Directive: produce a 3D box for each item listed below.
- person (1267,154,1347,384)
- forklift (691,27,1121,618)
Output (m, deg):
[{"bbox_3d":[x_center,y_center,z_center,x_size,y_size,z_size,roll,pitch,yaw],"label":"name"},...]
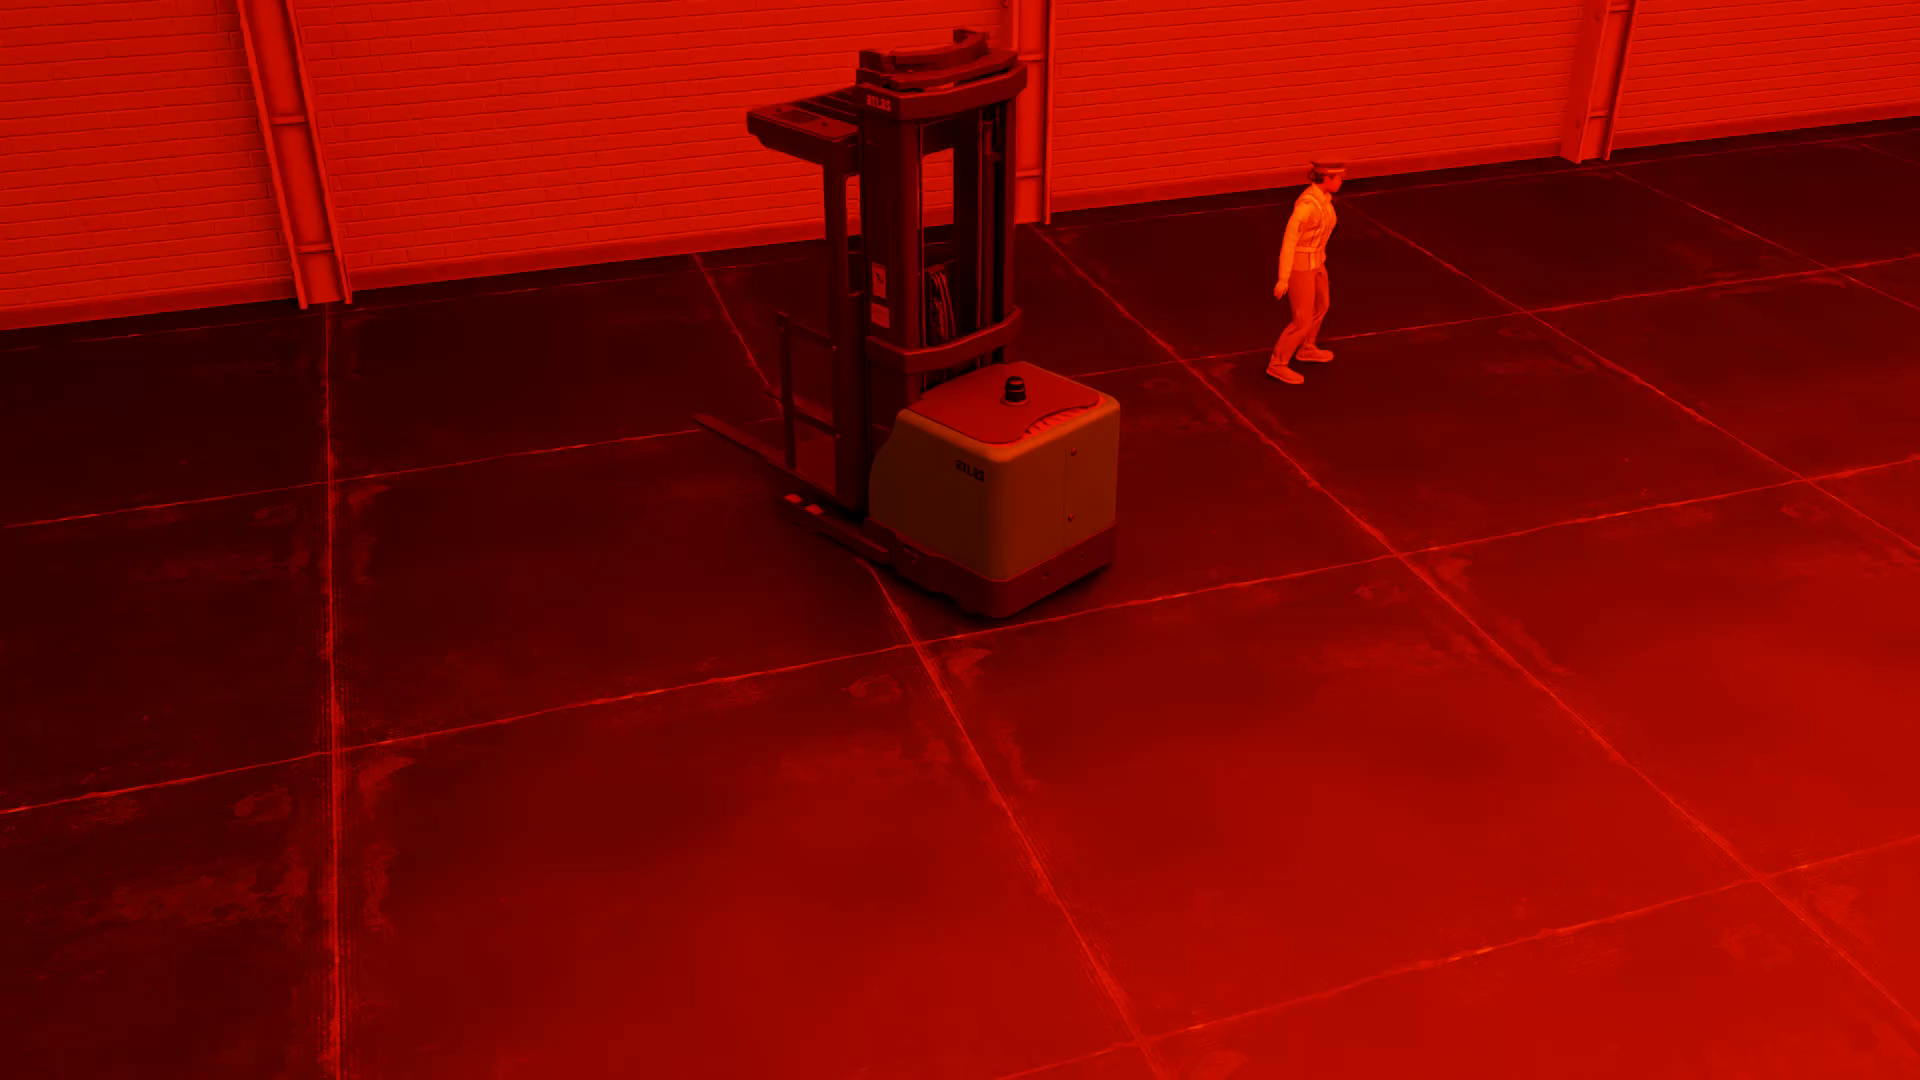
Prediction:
[{"bbox_3d":[2.463,-1.923,11.746,0.381,1.629,0.784,14,33,24],"label":"person"},{"bbox_3d":[-0.483,-1.477,9.654,1.130,2.935,3.031,-26,39,-37],"label":"forklift"}]
